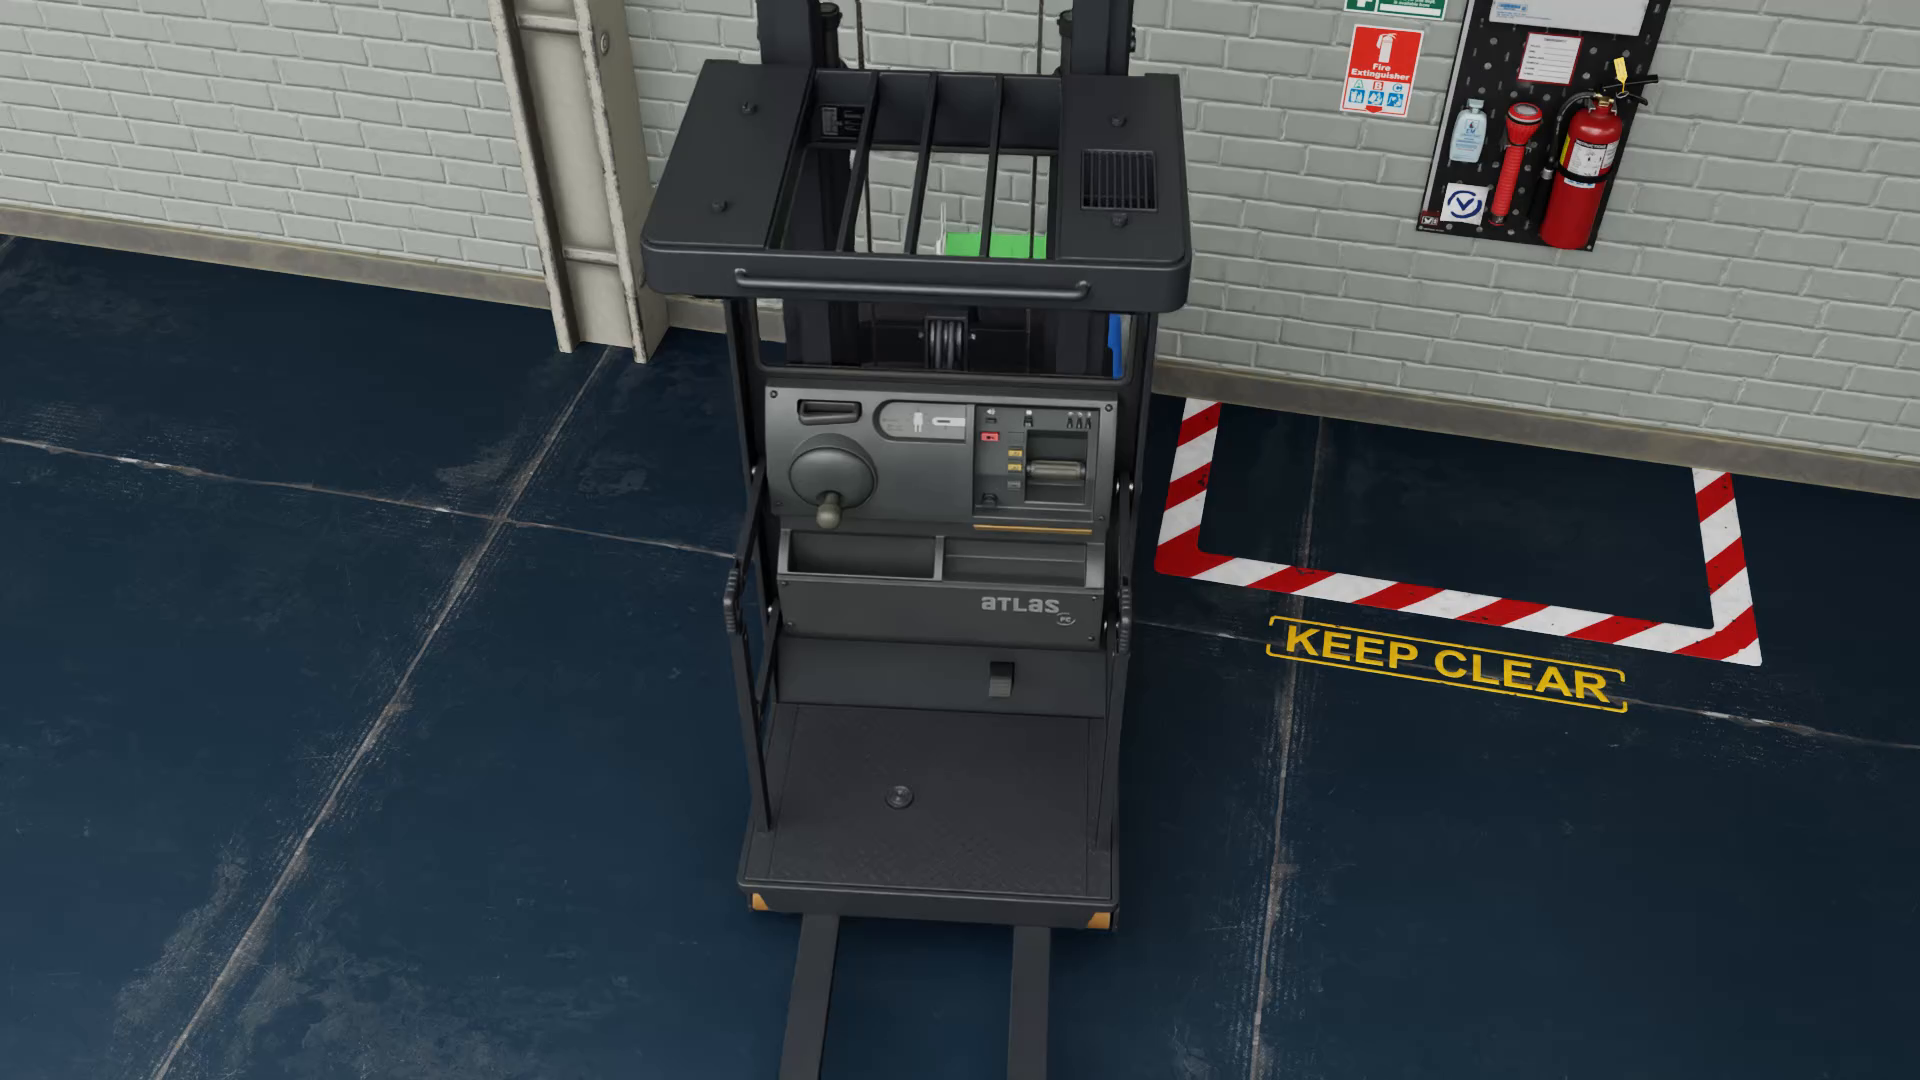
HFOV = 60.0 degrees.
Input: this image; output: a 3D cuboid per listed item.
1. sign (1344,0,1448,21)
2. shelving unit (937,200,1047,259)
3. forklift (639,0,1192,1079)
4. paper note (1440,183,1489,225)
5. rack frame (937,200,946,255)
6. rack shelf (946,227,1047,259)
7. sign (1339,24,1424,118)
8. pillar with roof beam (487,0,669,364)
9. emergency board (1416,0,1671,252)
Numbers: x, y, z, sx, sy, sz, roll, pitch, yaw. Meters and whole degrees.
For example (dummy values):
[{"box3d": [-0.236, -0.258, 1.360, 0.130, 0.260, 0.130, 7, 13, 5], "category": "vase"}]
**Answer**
[{"box3d": [1.456, -1.802, 5.551, 0.331, 0.109, 0.001, 9, 45, 9], "category": "sign"}, {"box3d": [0.180, -0.646, 6.056, 0.503, 1.200, 0.258, 3, 44, 3], "category": "shelving unit"}, {"box3d": [-0.064, -0.125, 4.266, 1.130, 2.935, 3.031, 3, 44, 3], "category": "forklift"}, {"box3d": [1.813, -1.207, 5.976, 0.142, 0.148, 0.016, 9, 45, 9], "category": "paper note"}, {"box3d": [-0.063, -0.657, 6.067, 0.015, 1.200, 0.240, 3, 44, 3], "category": "rack frame"}, {"box3d": [0.181, -0.946, 5.768, 0.480, 0.148, 0.258, 3, 44, 3], "category": "rack shelf"}, {"box3d": [1.453, -1.617, 5.742, 0.234, 0.329, 0.001, 9, 45, 9], "category": "sign"}, {"box3d": [-2.422, -1.208, 1.016, 0.400, 9.000, 9.100, 9, 45, 9], "category": "pillar with roof beam"}, {"box3d": [1.970, -1.451, 5.595, 0.643, 1.169, 0.194, 9, 45, 9], "category": "emergency board"}]
